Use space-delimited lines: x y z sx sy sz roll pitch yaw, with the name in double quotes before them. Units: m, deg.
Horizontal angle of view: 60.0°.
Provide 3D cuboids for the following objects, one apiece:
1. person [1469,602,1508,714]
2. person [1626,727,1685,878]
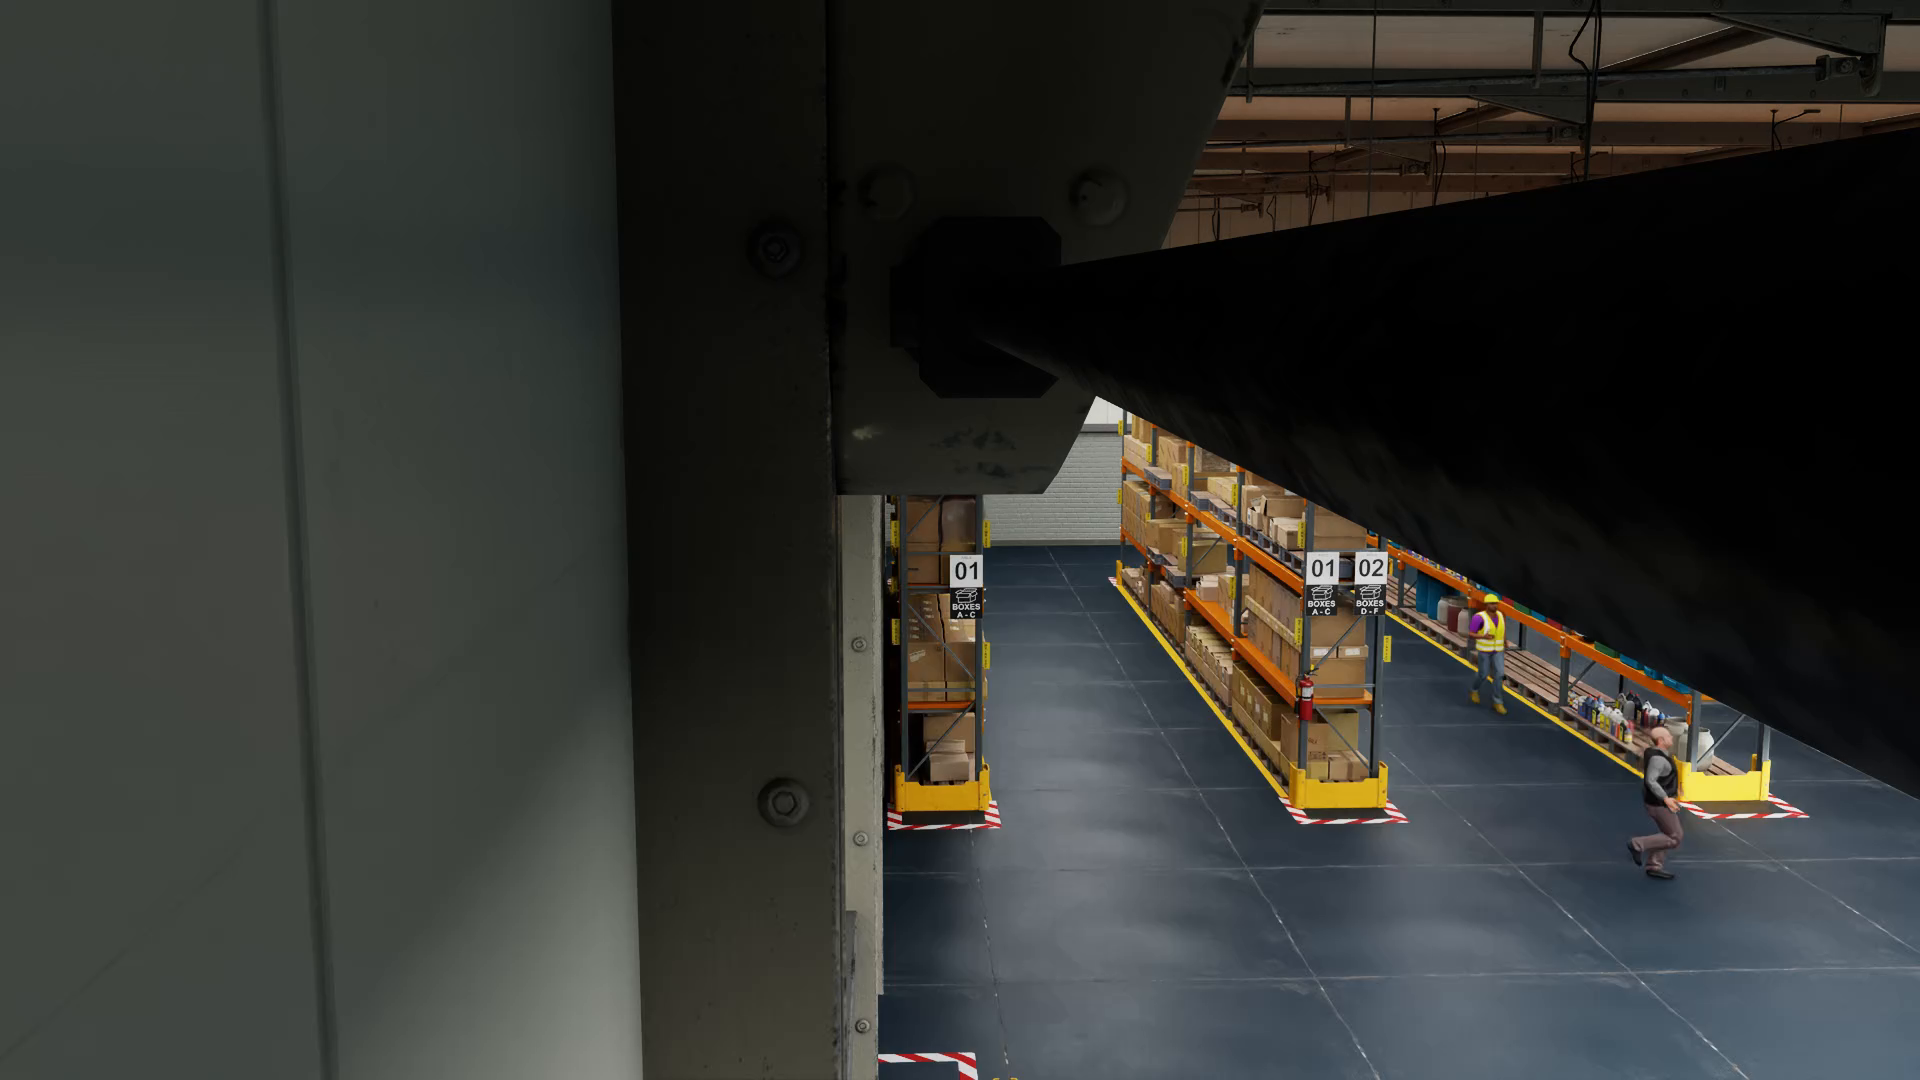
"person" 8.085 1.714 25.369 0.701 1.727 0.917 -1 9 -10
"person" 7.586 2.857 18.105 0.585 1.676 0.661 3 9 17
